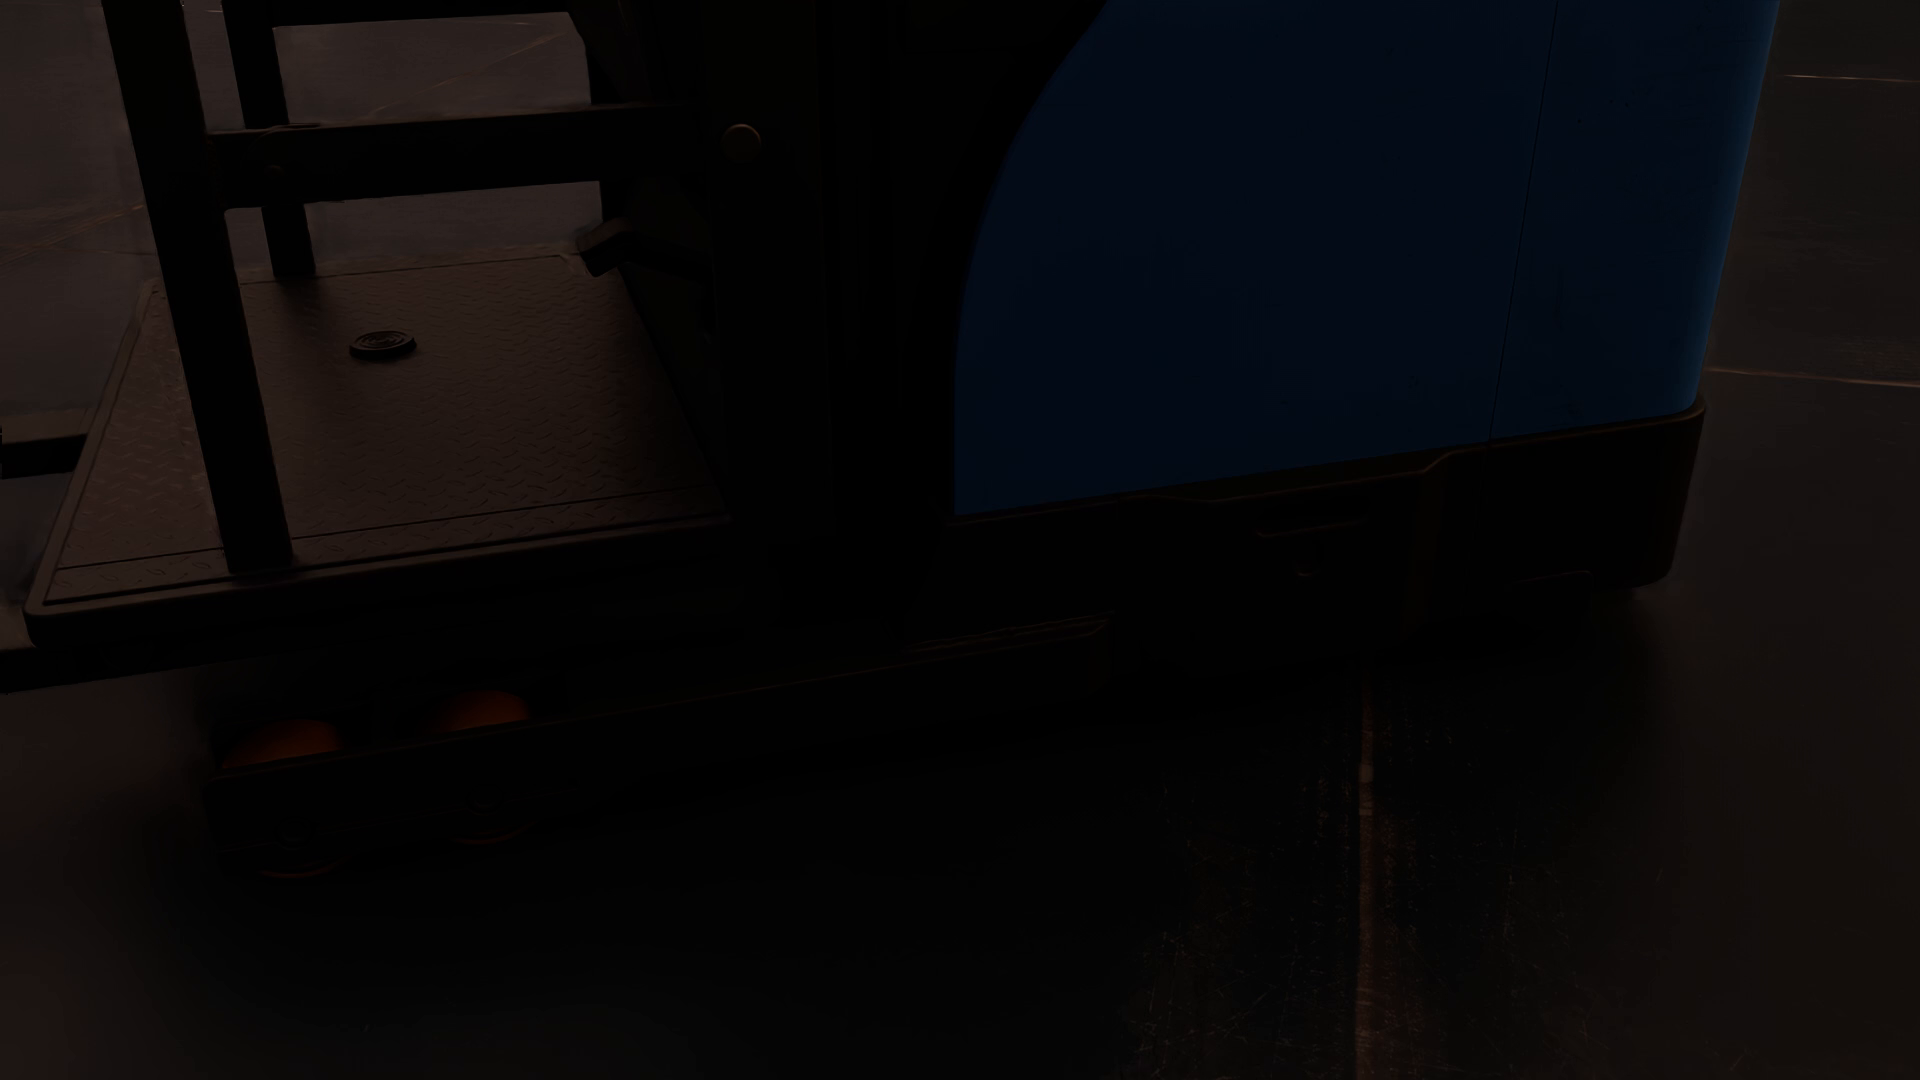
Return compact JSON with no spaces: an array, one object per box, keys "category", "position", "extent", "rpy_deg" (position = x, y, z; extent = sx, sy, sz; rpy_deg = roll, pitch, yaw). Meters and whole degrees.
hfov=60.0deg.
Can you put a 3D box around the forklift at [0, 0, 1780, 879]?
[{"category":"forklift","position":[-0.595,-1.213,1.650],"extent":[3.031,2.935,1.130],"rpy_deg":[-8,28,-16]}]
